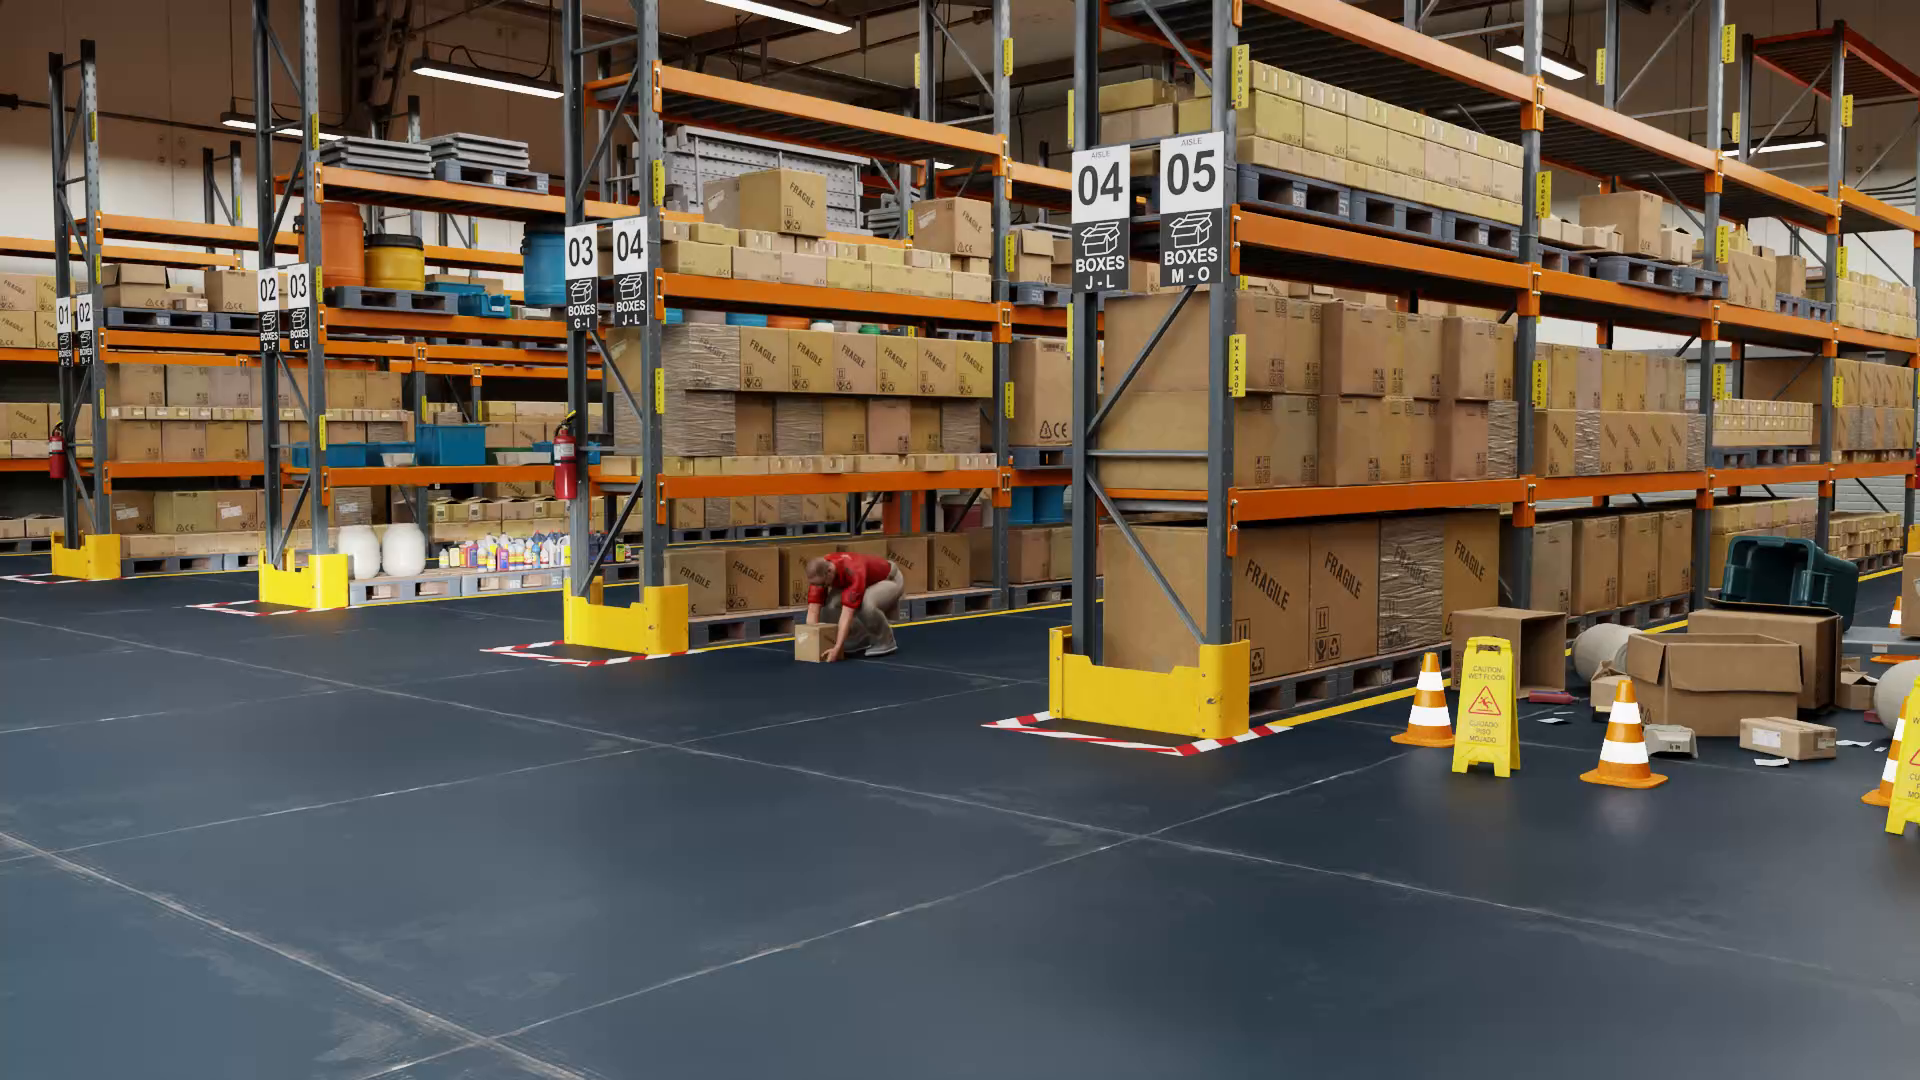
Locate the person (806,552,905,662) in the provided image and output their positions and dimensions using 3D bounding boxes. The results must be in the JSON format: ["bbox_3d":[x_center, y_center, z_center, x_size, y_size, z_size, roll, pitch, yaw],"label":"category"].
[{"bbox_3d":[-0.796,0.473,12.167,0.528,0.788,0.940,3,5,40],"label":"person"}]
